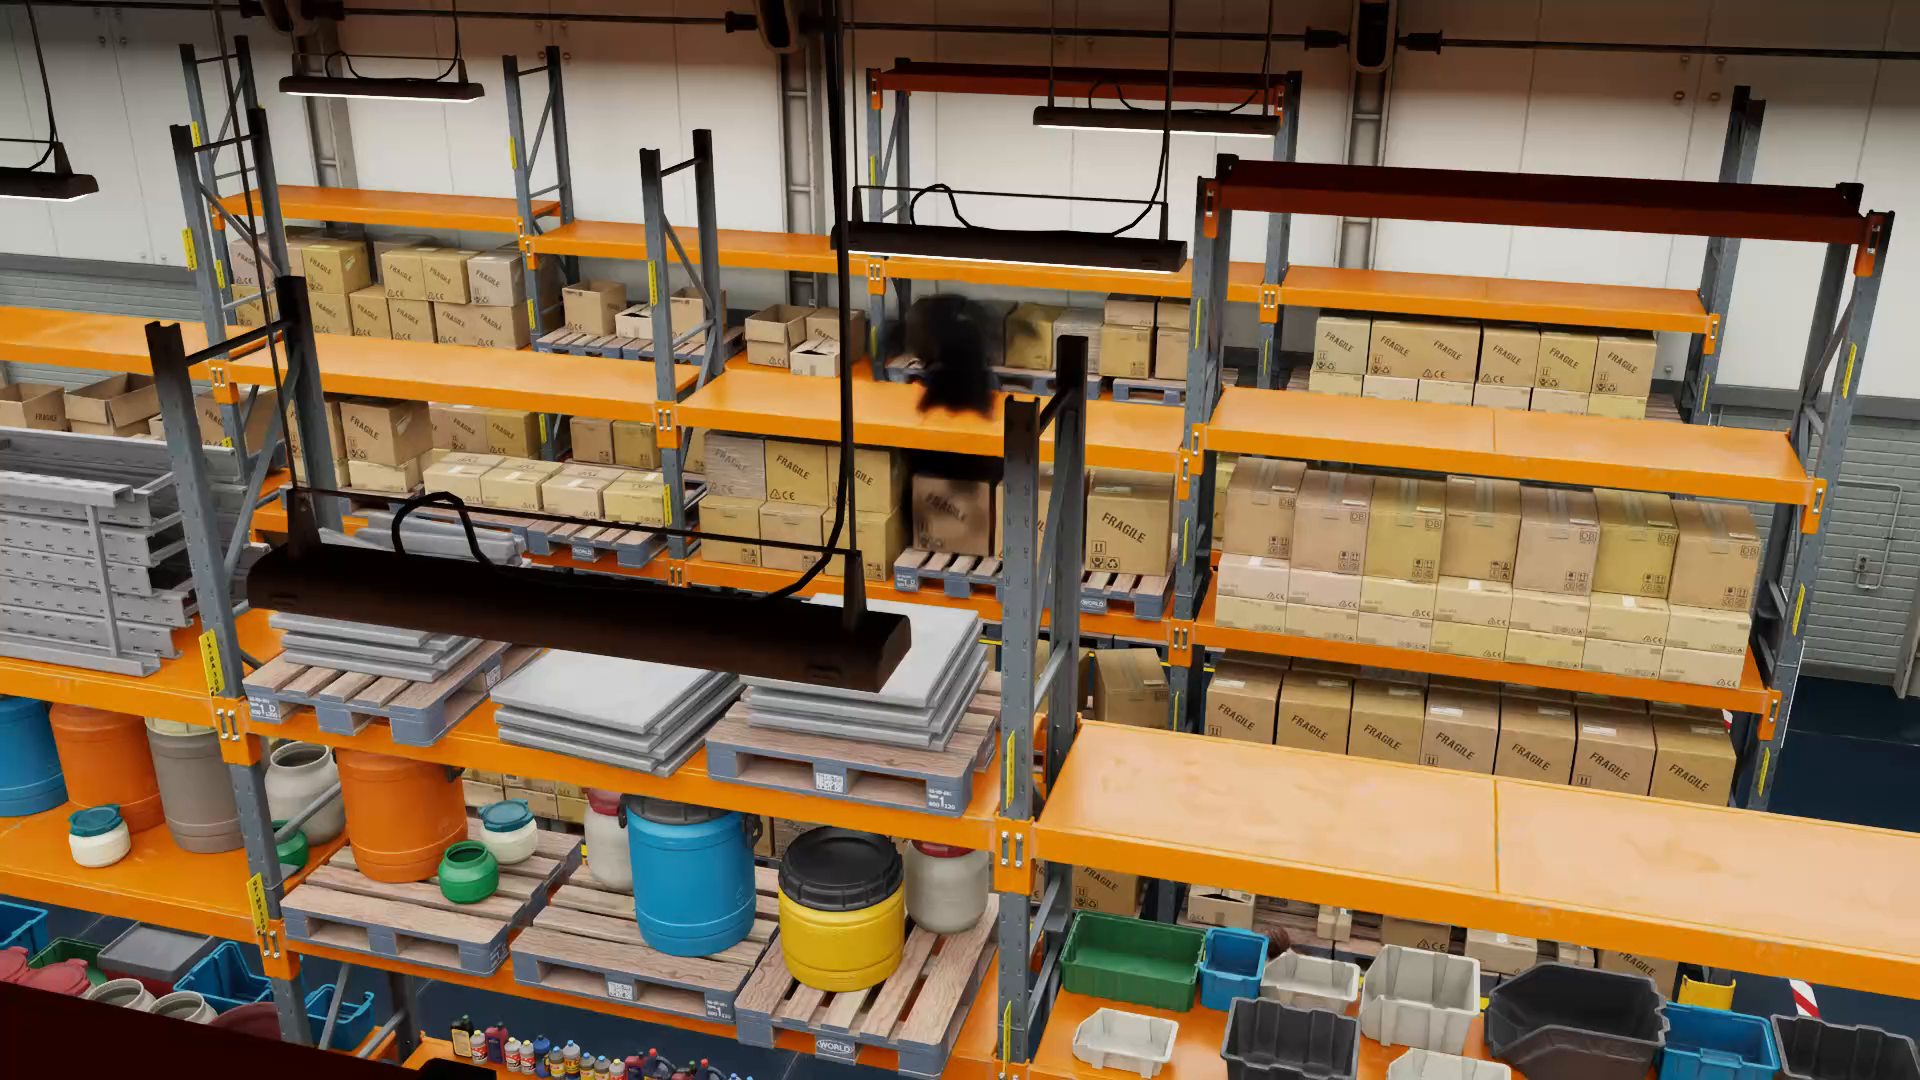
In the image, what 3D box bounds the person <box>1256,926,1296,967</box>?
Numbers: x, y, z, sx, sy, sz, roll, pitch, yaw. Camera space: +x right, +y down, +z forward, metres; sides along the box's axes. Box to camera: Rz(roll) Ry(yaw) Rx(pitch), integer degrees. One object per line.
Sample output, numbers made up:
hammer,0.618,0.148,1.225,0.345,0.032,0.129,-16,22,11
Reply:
person,2.077,3.187,11.062,0.572,1.569,0.651,14,26,30
